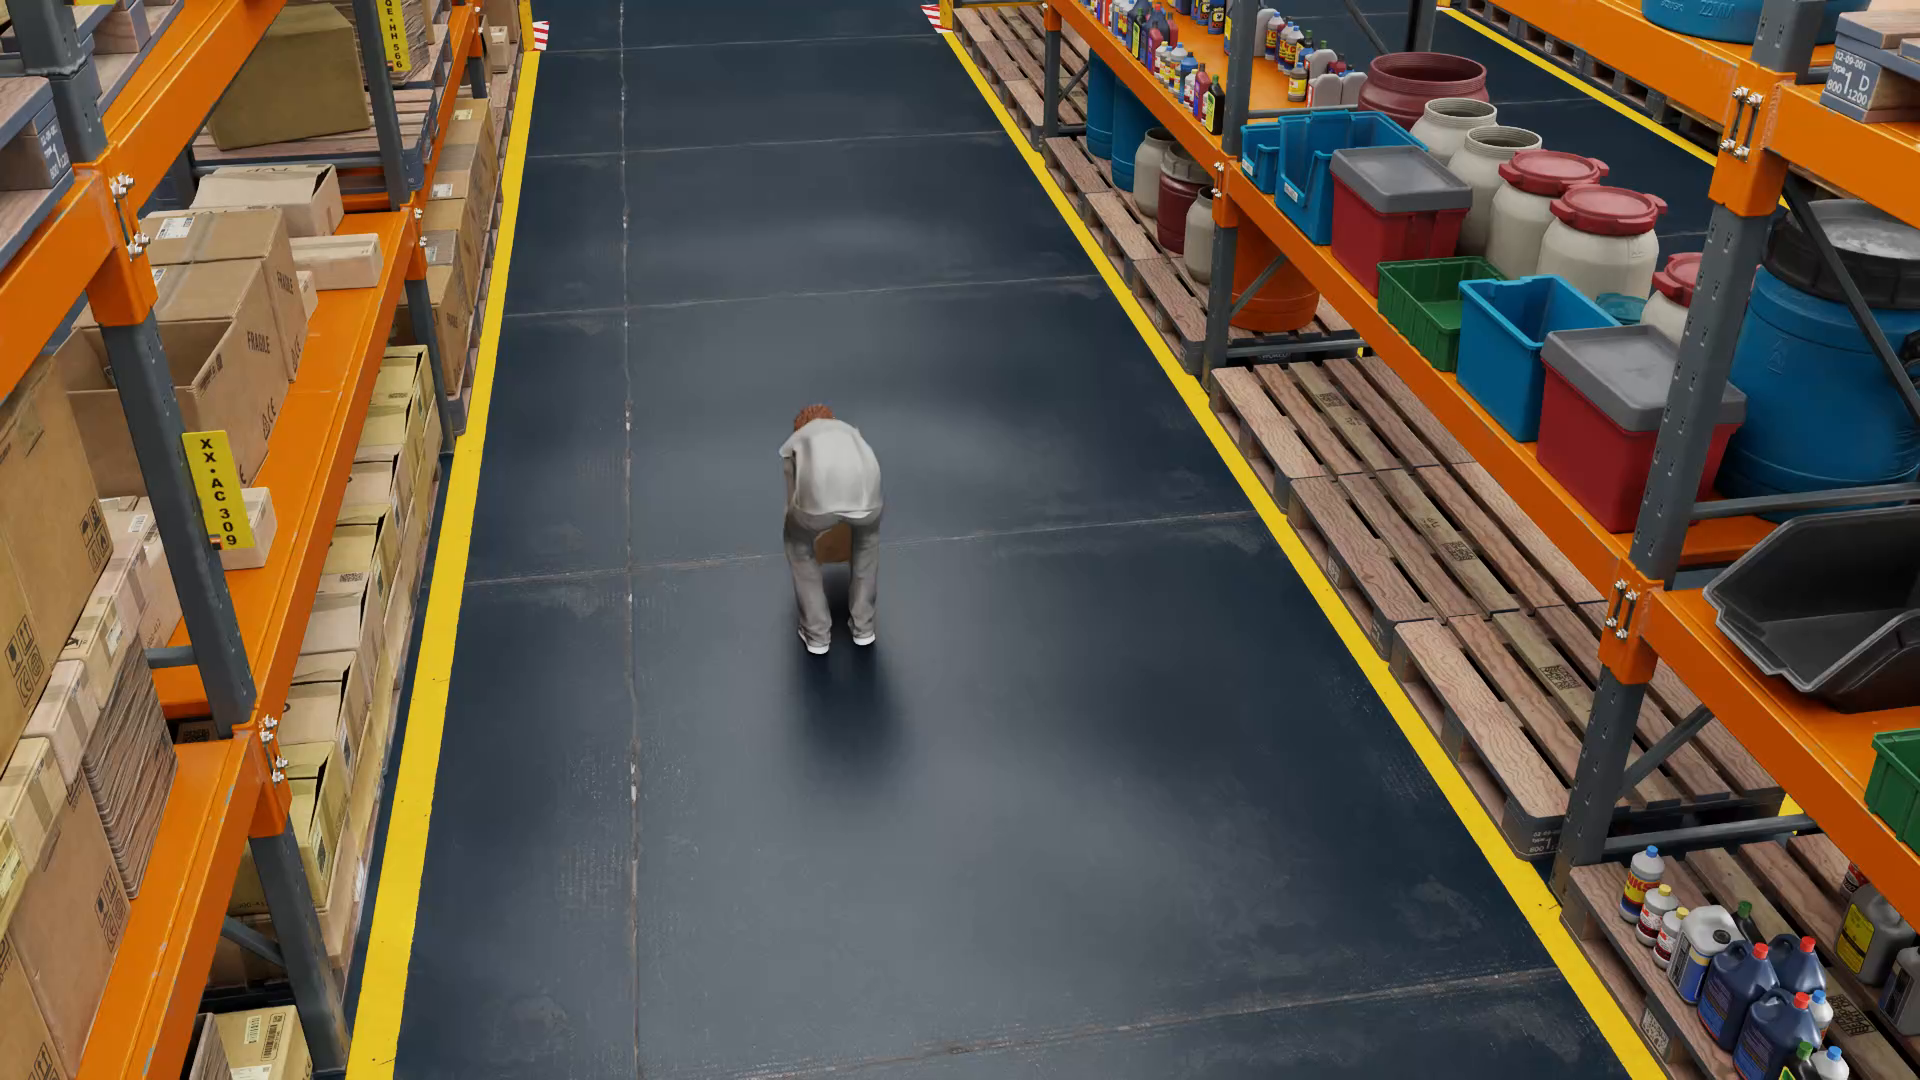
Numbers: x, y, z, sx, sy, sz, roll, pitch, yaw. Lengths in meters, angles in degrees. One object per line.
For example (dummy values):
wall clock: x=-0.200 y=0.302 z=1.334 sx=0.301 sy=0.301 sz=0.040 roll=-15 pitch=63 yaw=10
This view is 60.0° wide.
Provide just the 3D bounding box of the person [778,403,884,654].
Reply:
person: x=-0.543 y=-0.062 z=6.911 sx=0.405 sy=0.910 sz=0.868 roll=-7 pitch=32 yaw=-11
